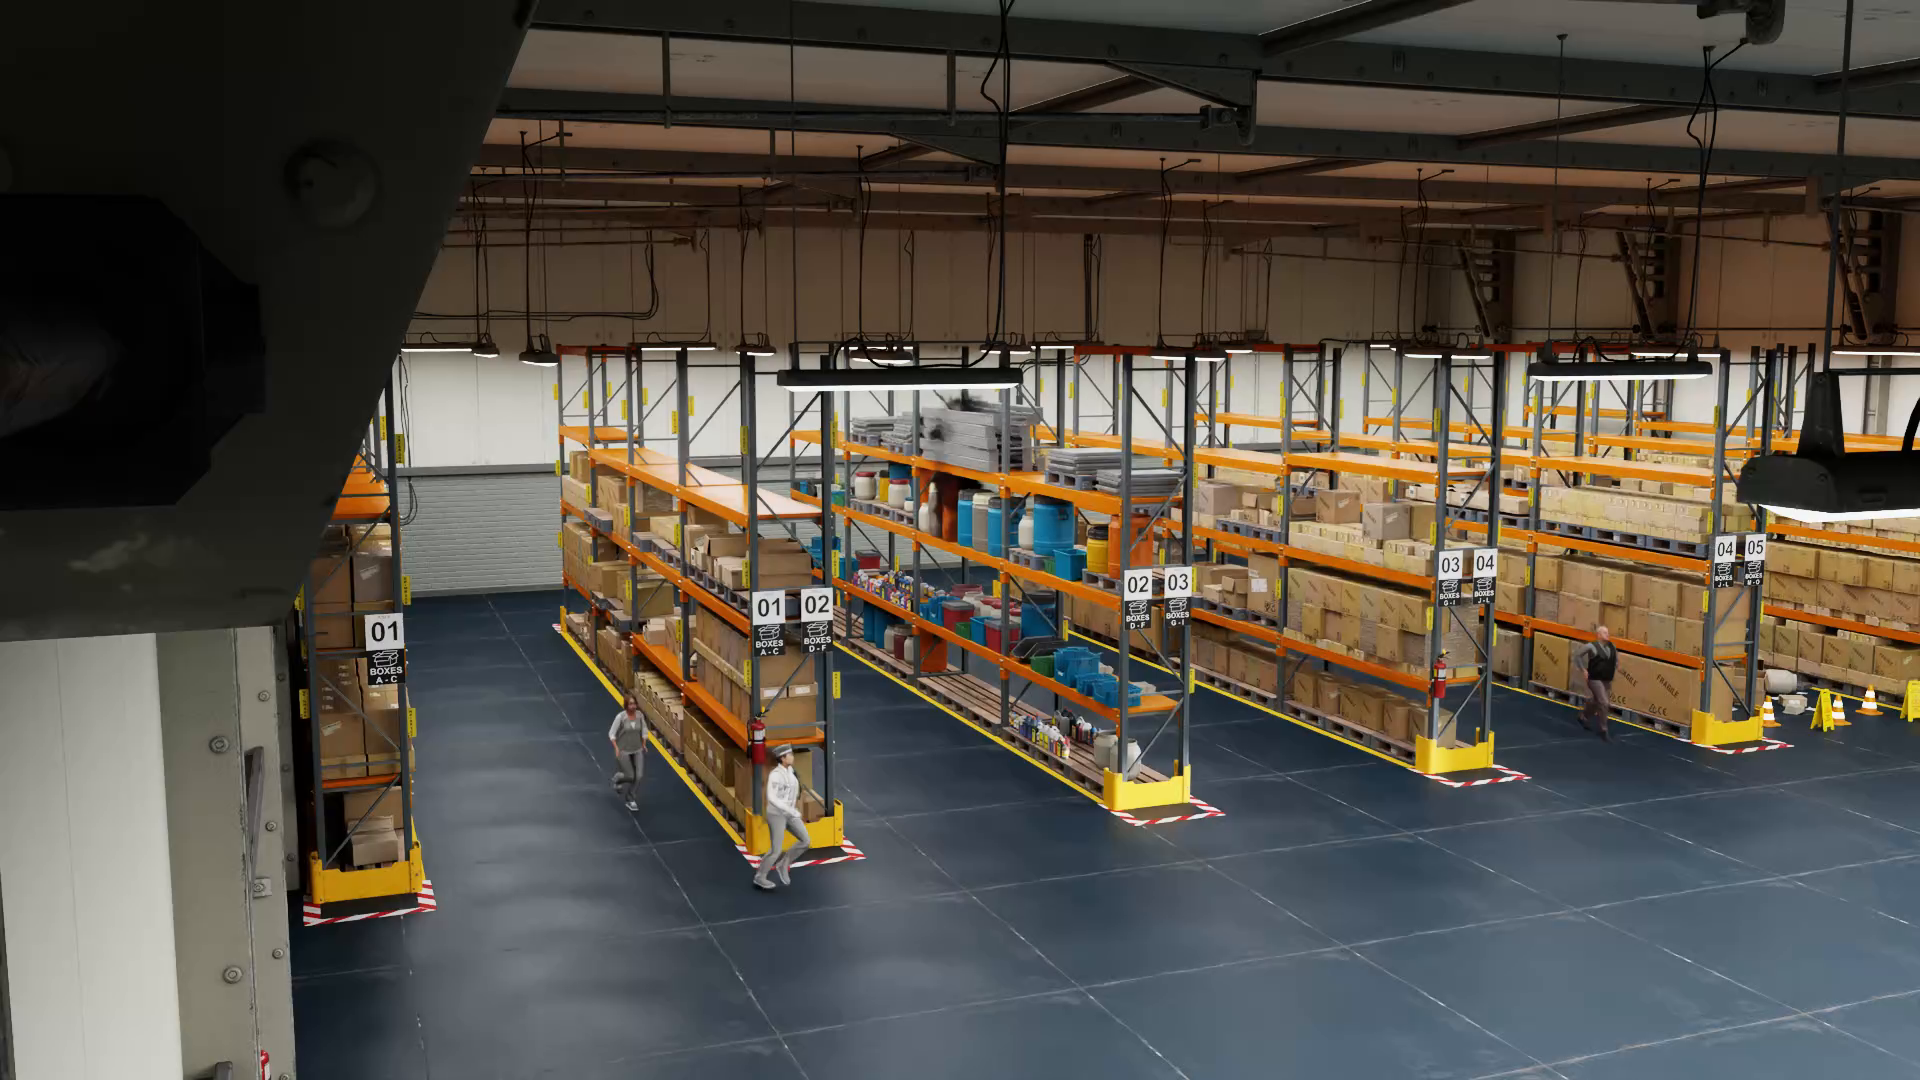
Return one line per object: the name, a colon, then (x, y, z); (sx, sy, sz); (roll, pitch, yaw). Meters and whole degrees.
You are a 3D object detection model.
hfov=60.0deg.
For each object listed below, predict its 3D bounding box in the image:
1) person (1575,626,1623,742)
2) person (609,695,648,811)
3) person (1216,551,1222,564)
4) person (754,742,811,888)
person: (9.939, 2.201, 25.871); (0.652, 1.757, 0.823); (-4, 8, -26)
person: (-4.377, 2.791, 21.991); (0.523, 1.554, 0.574); (-4, 9, -32)
person: (6.414, 0.182, 41.834); (0.871, 1.715, 0.691); (4, 8, 28)
person: (-1.981, 3.113, 18.925); (0.610, 1.632, 0.673); (3, 8, 24)
